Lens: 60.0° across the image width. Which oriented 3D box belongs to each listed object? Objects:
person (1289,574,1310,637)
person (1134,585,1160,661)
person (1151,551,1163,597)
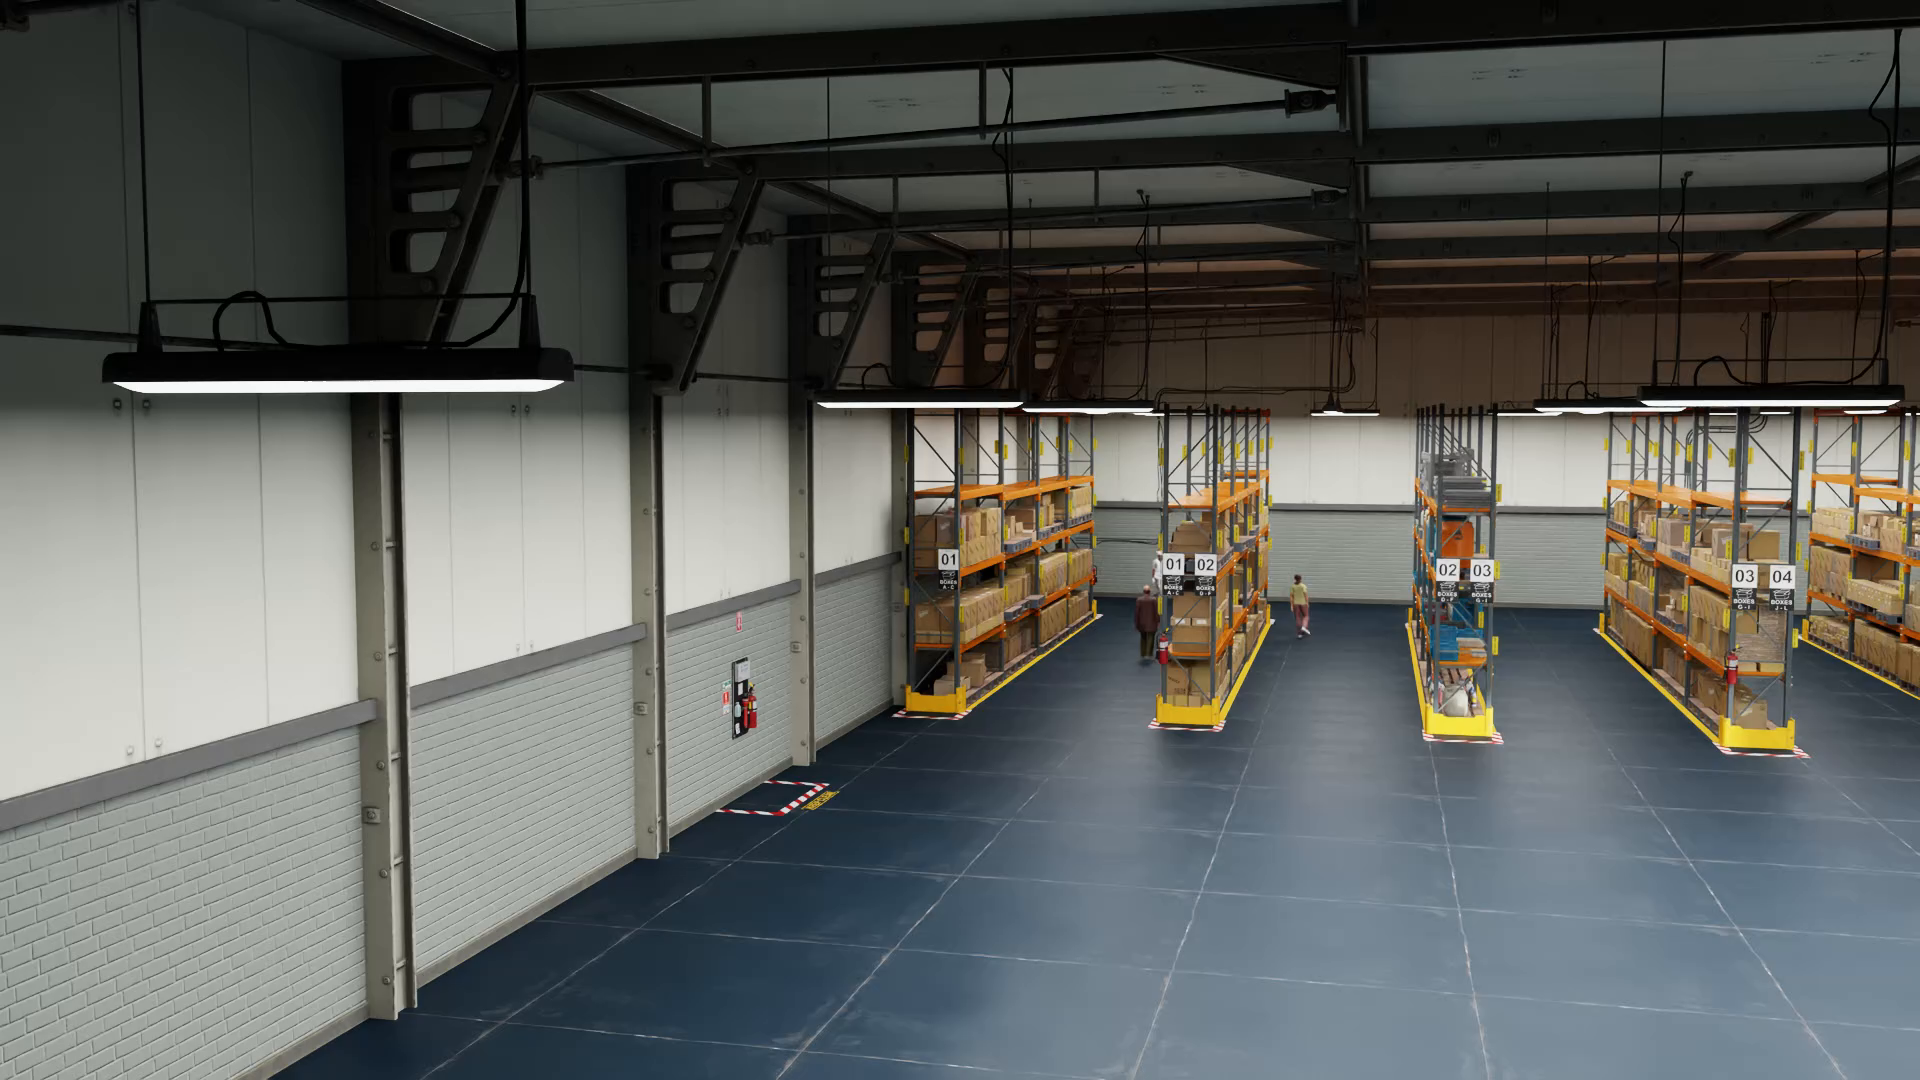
[{"bbox_3d":[8.873,1.717,43.419,0.549,1.672,0.471,1,4,9],"label":"person"},{"bbox_3d":[4.437,1.965,39.467,0.626,1.779,0.571,1,4,19],"label":"person"},{"bbox_3d":[6.058,1.168,50.501,0.536,1.754,0.915,-3,5,-36],"label":"person"}]
